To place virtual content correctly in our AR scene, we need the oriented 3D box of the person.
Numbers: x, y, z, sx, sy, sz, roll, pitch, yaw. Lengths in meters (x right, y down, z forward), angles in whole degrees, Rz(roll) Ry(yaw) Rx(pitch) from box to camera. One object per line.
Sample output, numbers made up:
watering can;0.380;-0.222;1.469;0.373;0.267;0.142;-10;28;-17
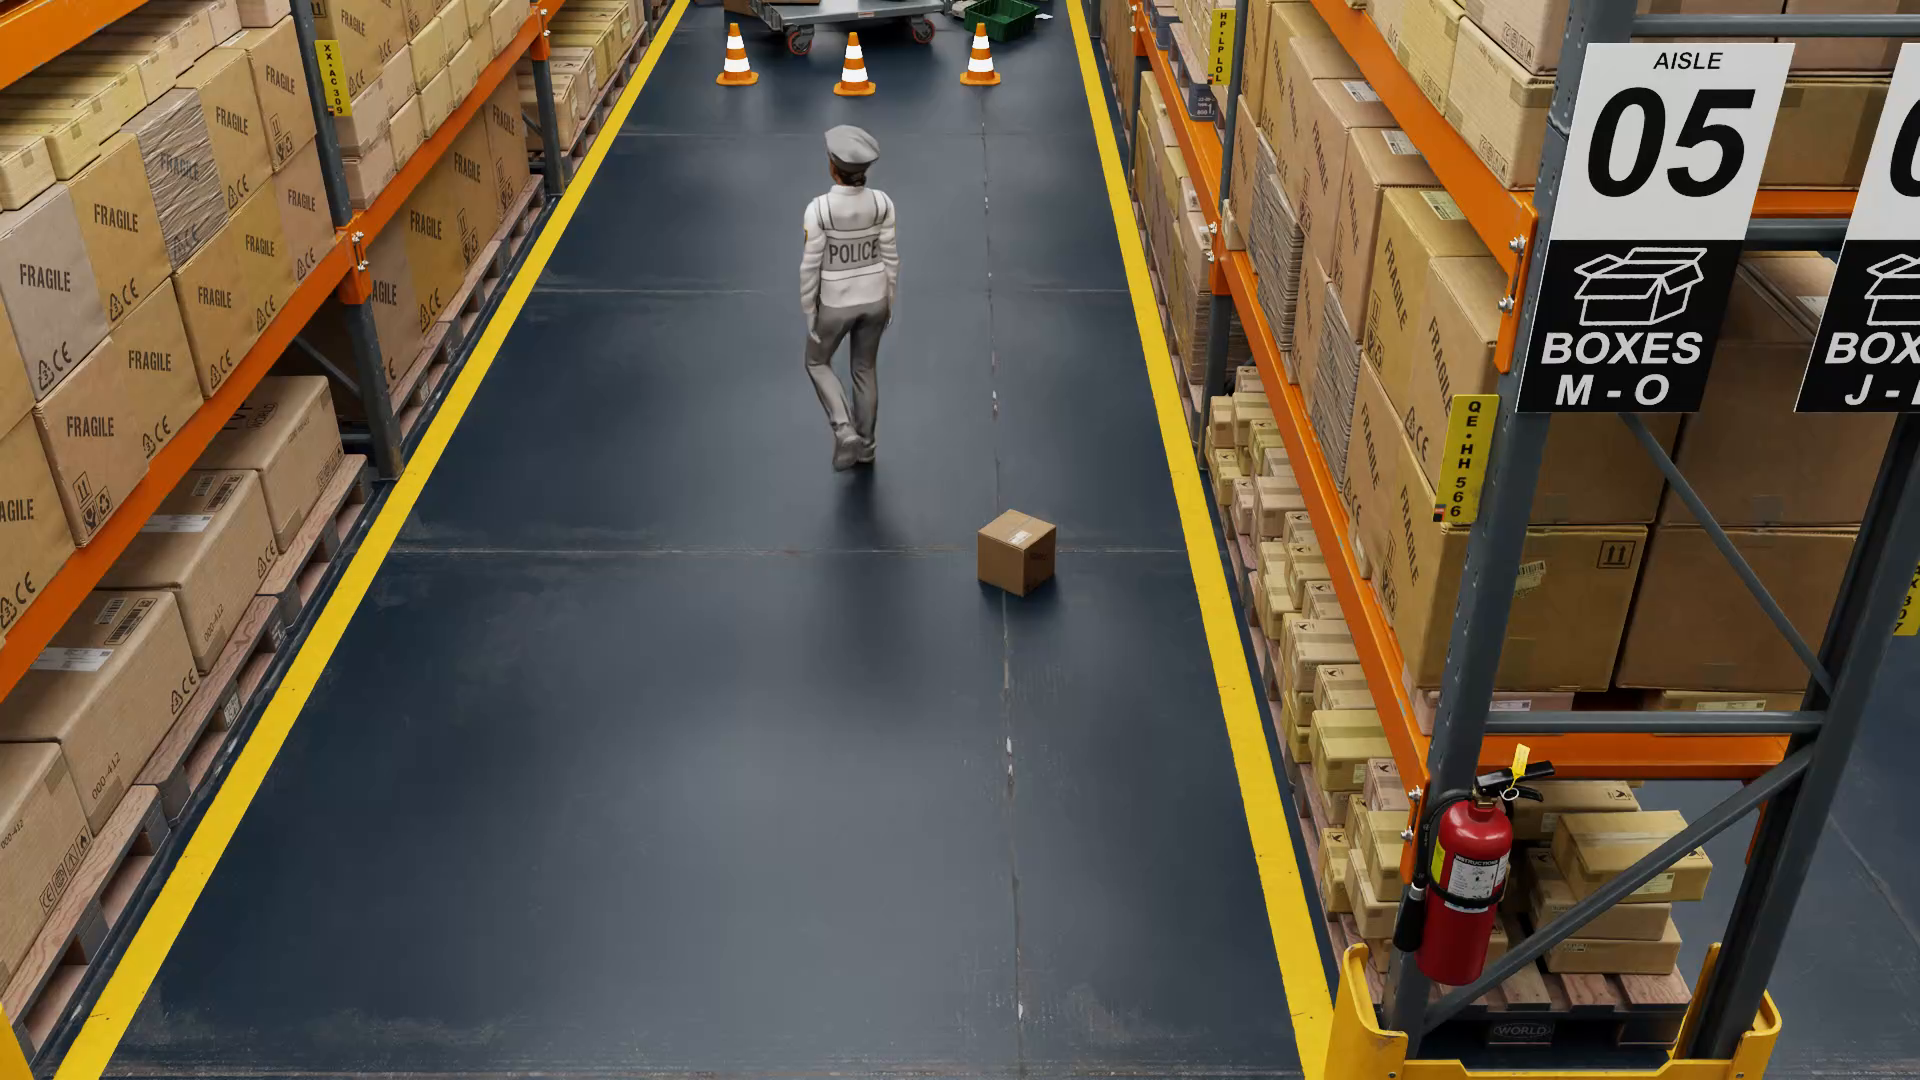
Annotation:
person;-0.511;-1.103;7.846;0.487;1.679;0.470;-11;33;-17
